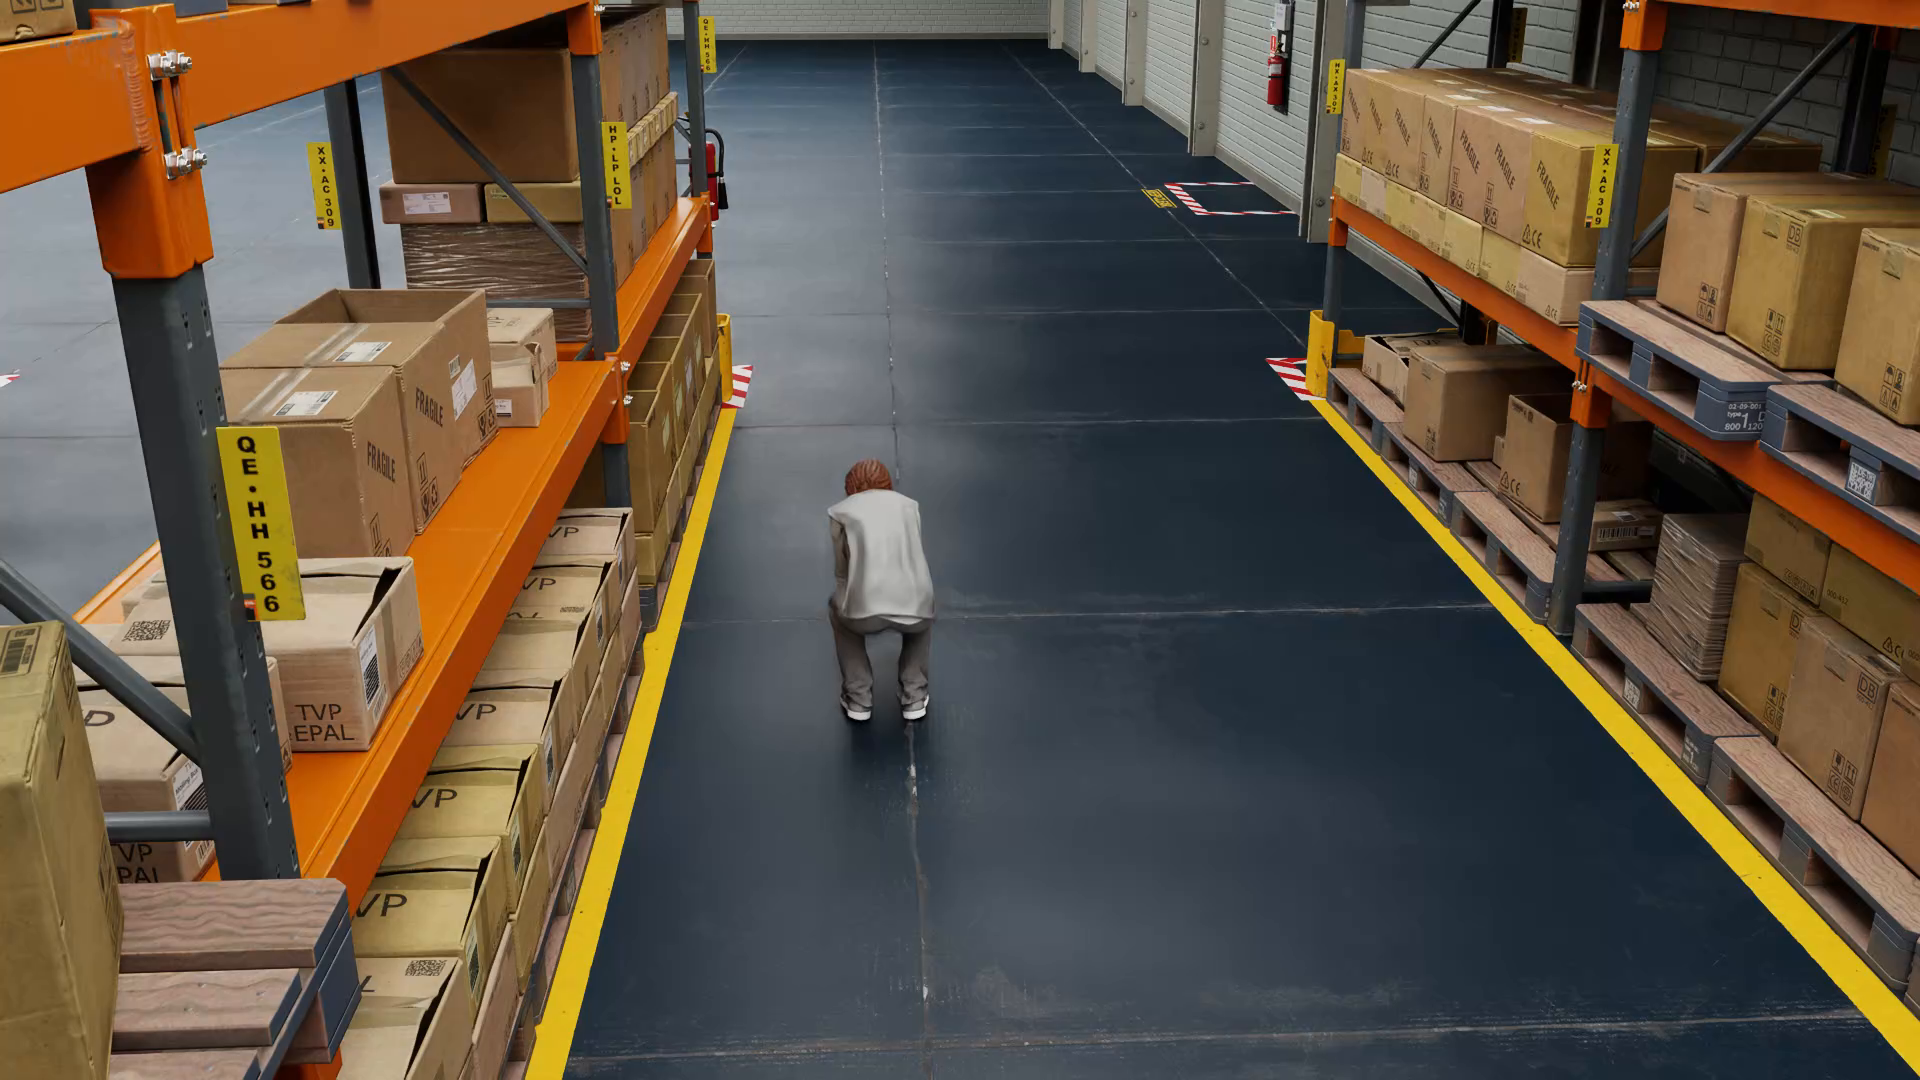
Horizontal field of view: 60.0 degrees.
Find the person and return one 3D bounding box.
[{"bbox_3d":[-0.307,0.207,6.549,0.424,0.893,0.846,-2,21,-5],"label":"person"}]
